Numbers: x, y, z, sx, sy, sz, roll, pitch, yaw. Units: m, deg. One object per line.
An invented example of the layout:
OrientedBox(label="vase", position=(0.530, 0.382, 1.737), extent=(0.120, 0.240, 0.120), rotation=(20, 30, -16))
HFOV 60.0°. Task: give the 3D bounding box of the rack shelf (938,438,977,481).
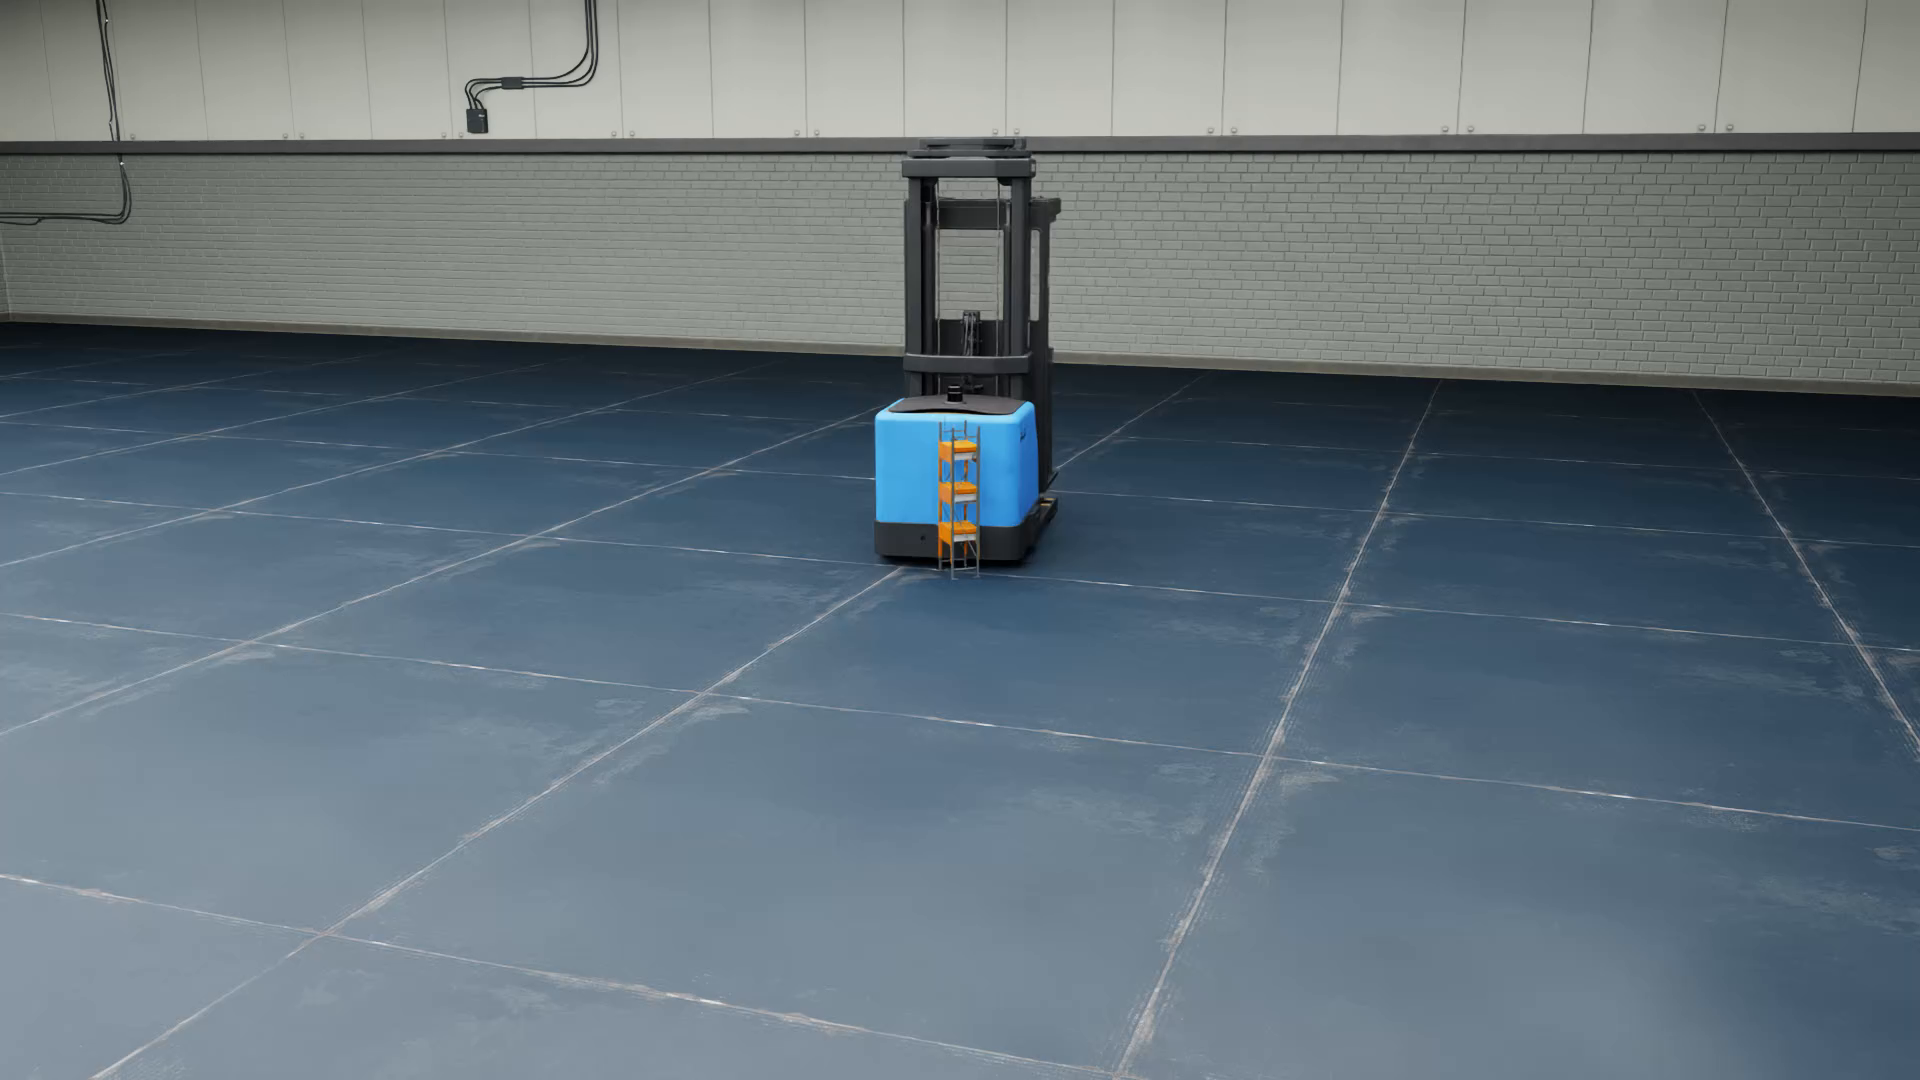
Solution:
OrientedBox(label="rack shelf", position=(-0.005, -0.539, 11.256), extent=(0.215, 0.259, 0.240), rotation=(-5, 14, -20))

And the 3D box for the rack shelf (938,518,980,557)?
OrientedBox(label="rack shelf", position=(-0.007, 0.008, 11.386), extent=(0.215, 0.259, 0.240), rotation=(-5, 14, -20))

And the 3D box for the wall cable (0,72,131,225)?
OrientedBox(label="wall cable", position=(-15.460, -6.640, 28.336), extent=(3.097, 2.526, 0.112), rotation=(4, 14, 18))

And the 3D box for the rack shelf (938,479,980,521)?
OrientedBox(label="rack shelf", position=(-0.006, -0.263, 11.322), extent=(0.215, 0.259, 0.240), rotation=(-5, 14, -20))

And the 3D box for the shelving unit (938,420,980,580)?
OrientedBox(label="shelving unit", position=(-0.006, -0.273, 11.319), extent=(0.215, 1.050, 0.252), rotation=(-5, 14, -20))

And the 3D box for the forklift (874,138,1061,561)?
OrientedBox(label="forklift", position=(0.172, -1.564, 12.754), extent=(1.130, 2.935, 3.031), rotation=(2, 13, 10))

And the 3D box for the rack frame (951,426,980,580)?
OrientedBox(label="rack frame", position=(0.037, -0.247, 11.208), extent=(0.200, 1.050, 0.008), rotation=(-5, 14, -20))

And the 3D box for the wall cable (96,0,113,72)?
OrientedBox(label="wall cable", position=(-12.900, -8.908, 26.921), extent=(3.097, 2.526, 0.112), rotation=(4, 14, 18))

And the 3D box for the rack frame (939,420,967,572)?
OrientedBox(label="rack frame", position=(-0.049, -0.300, 11.430), extent=(0.200, 1.050, 0.008), rotation=(-5, 14, -20))

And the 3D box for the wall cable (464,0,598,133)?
OrientedBox(label="wall cable", position=(-6.482, -9.125, 24.603), extent=(2.305, 6.003, 0.169), rotation=(4, 14, 18))
